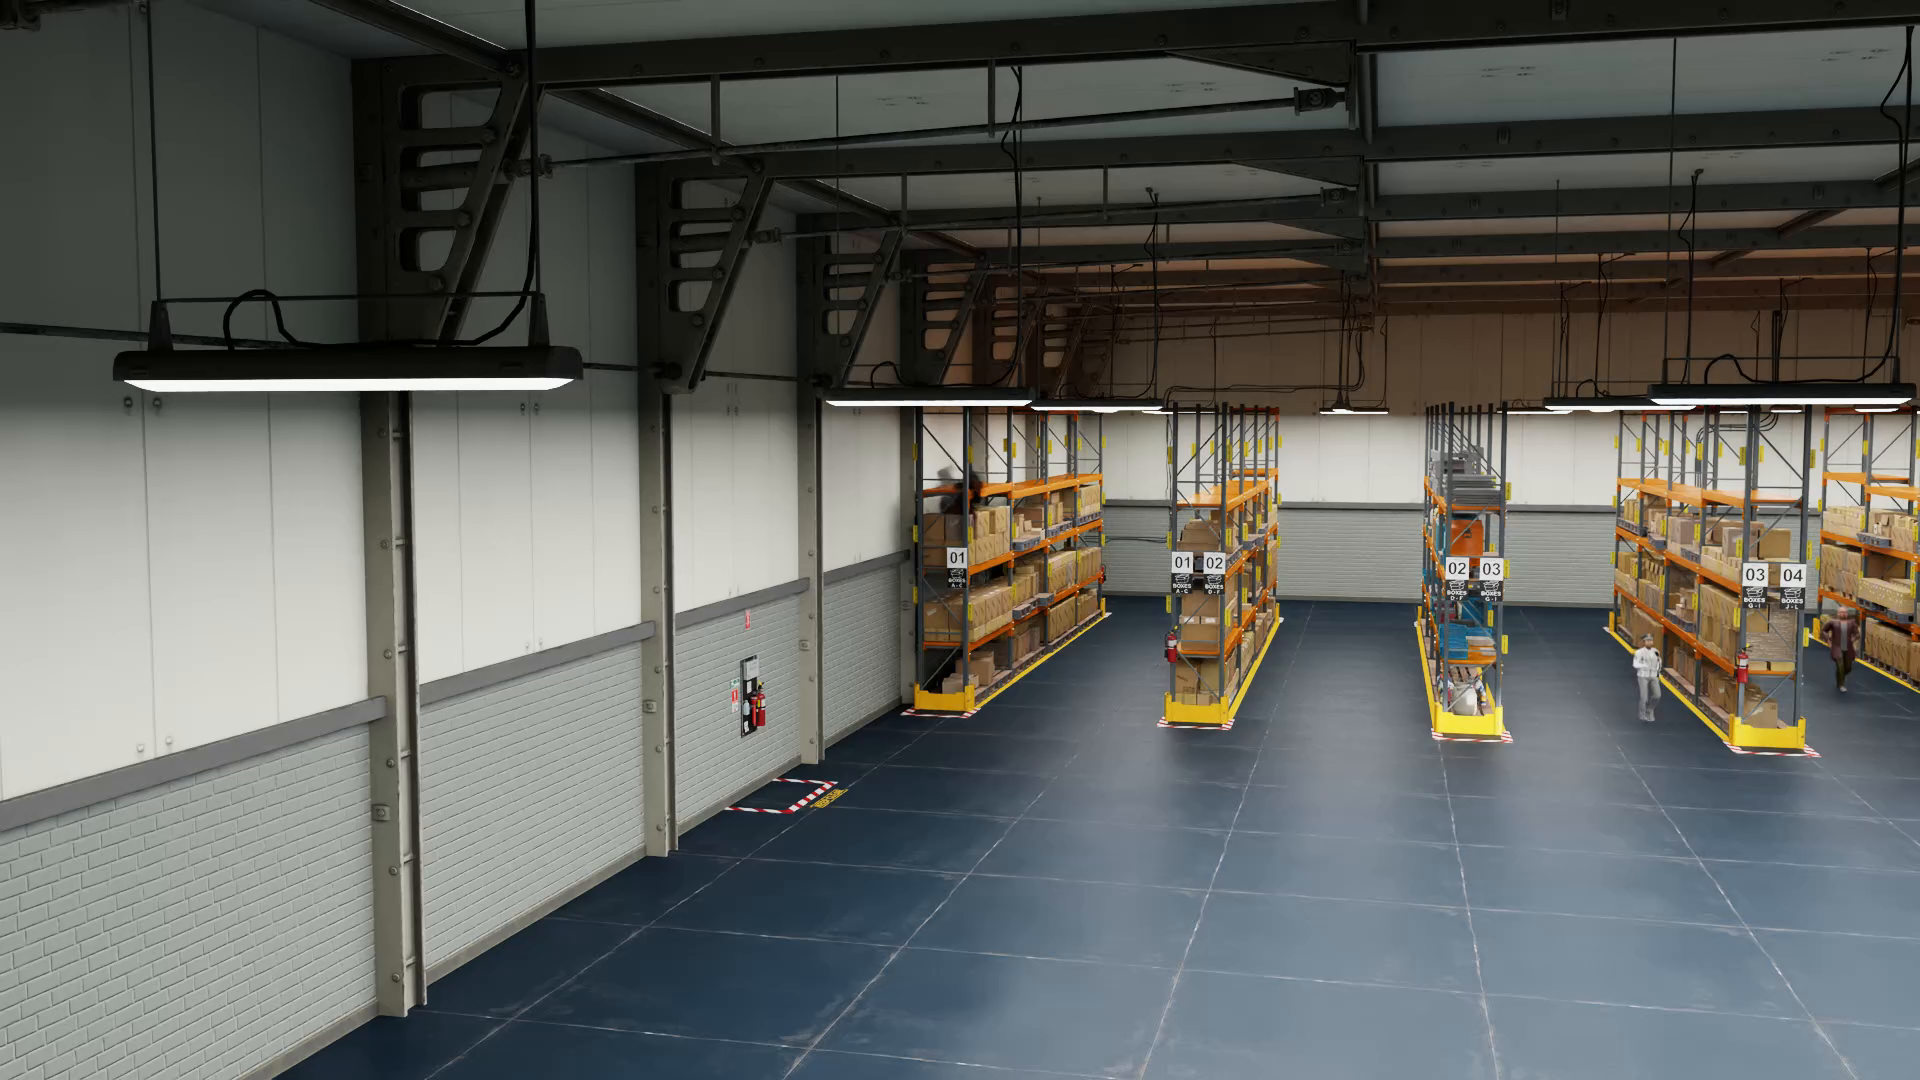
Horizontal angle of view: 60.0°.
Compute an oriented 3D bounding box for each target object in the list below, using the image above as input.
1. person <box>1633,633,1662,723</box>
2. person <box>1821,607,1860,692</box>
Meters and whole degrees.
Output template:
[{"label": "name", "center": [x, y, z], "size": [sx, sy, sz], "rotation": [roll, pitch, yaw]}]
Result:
[{"label": "person", "center": [12.899, 2.587, 31.098], "size": [0.596, 1.690, 0.614], "rotation": [0, 4, 3]}, {"label": "person", "center": [18.428, 2.280, 34.790], "size": [0.720, 1.746, 0.913], "rotation": [1, 4, 12]}]
